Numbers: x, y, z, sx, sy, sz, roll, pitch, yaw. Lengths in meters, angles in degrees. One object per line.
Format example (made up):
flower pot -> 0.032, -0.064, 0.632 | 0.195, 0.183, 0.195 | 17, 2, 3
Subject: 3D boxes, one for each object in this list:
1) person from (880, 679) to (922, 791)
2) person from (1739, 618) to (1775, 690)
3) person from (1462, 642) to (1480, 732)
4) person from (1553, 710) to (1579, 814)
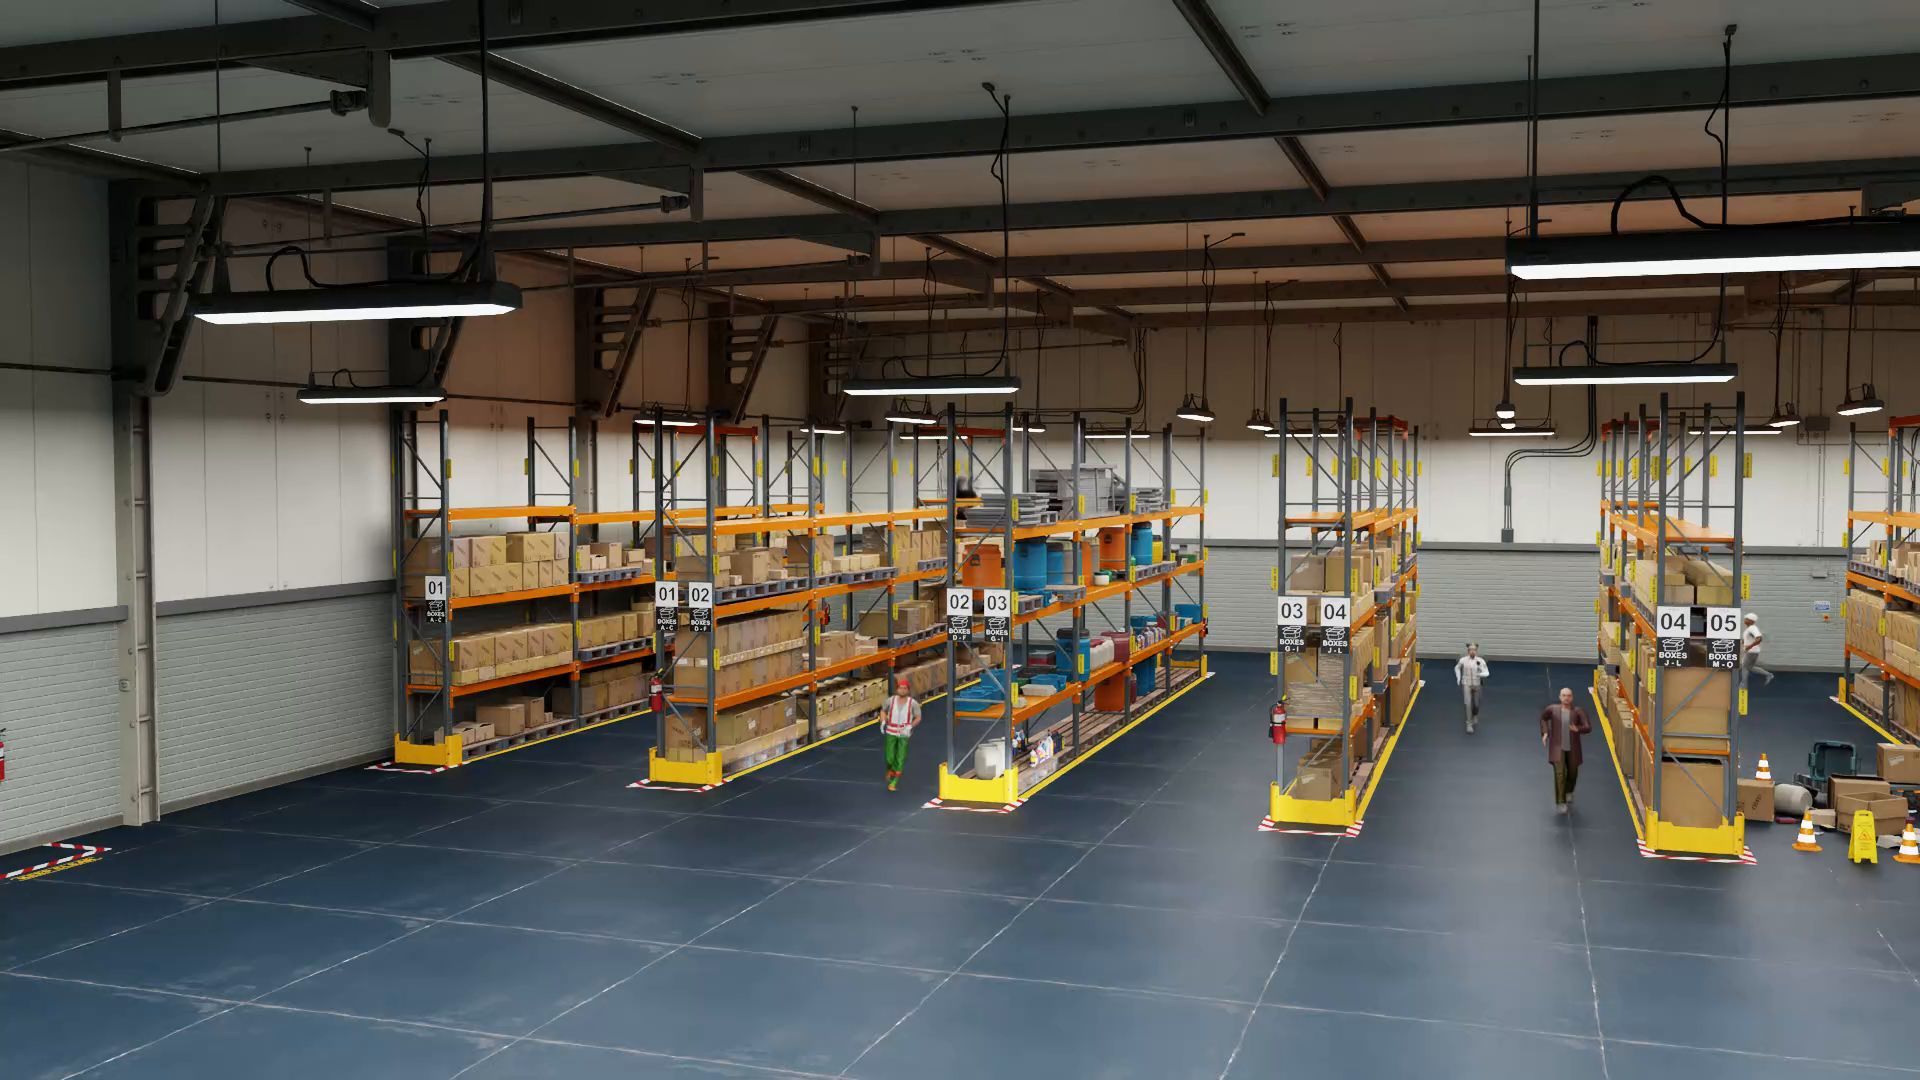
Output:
person -> -0.923, 3.032, 25.931 | 0.655, 1.744, 0.469 | 0, 2, 1
person -> 17.871, 2.551, 37.418 | 0.879, 1.728, 0.709 | 1, 3, 23
person -> 9.757, 2.782, 31.711 | 0.351, 1.673, 0.901 | 1, 3, 14
person -> 8.852, 3.171, 24.296 | 0.624, 1.502, 1.066 | 1, 3, 16
